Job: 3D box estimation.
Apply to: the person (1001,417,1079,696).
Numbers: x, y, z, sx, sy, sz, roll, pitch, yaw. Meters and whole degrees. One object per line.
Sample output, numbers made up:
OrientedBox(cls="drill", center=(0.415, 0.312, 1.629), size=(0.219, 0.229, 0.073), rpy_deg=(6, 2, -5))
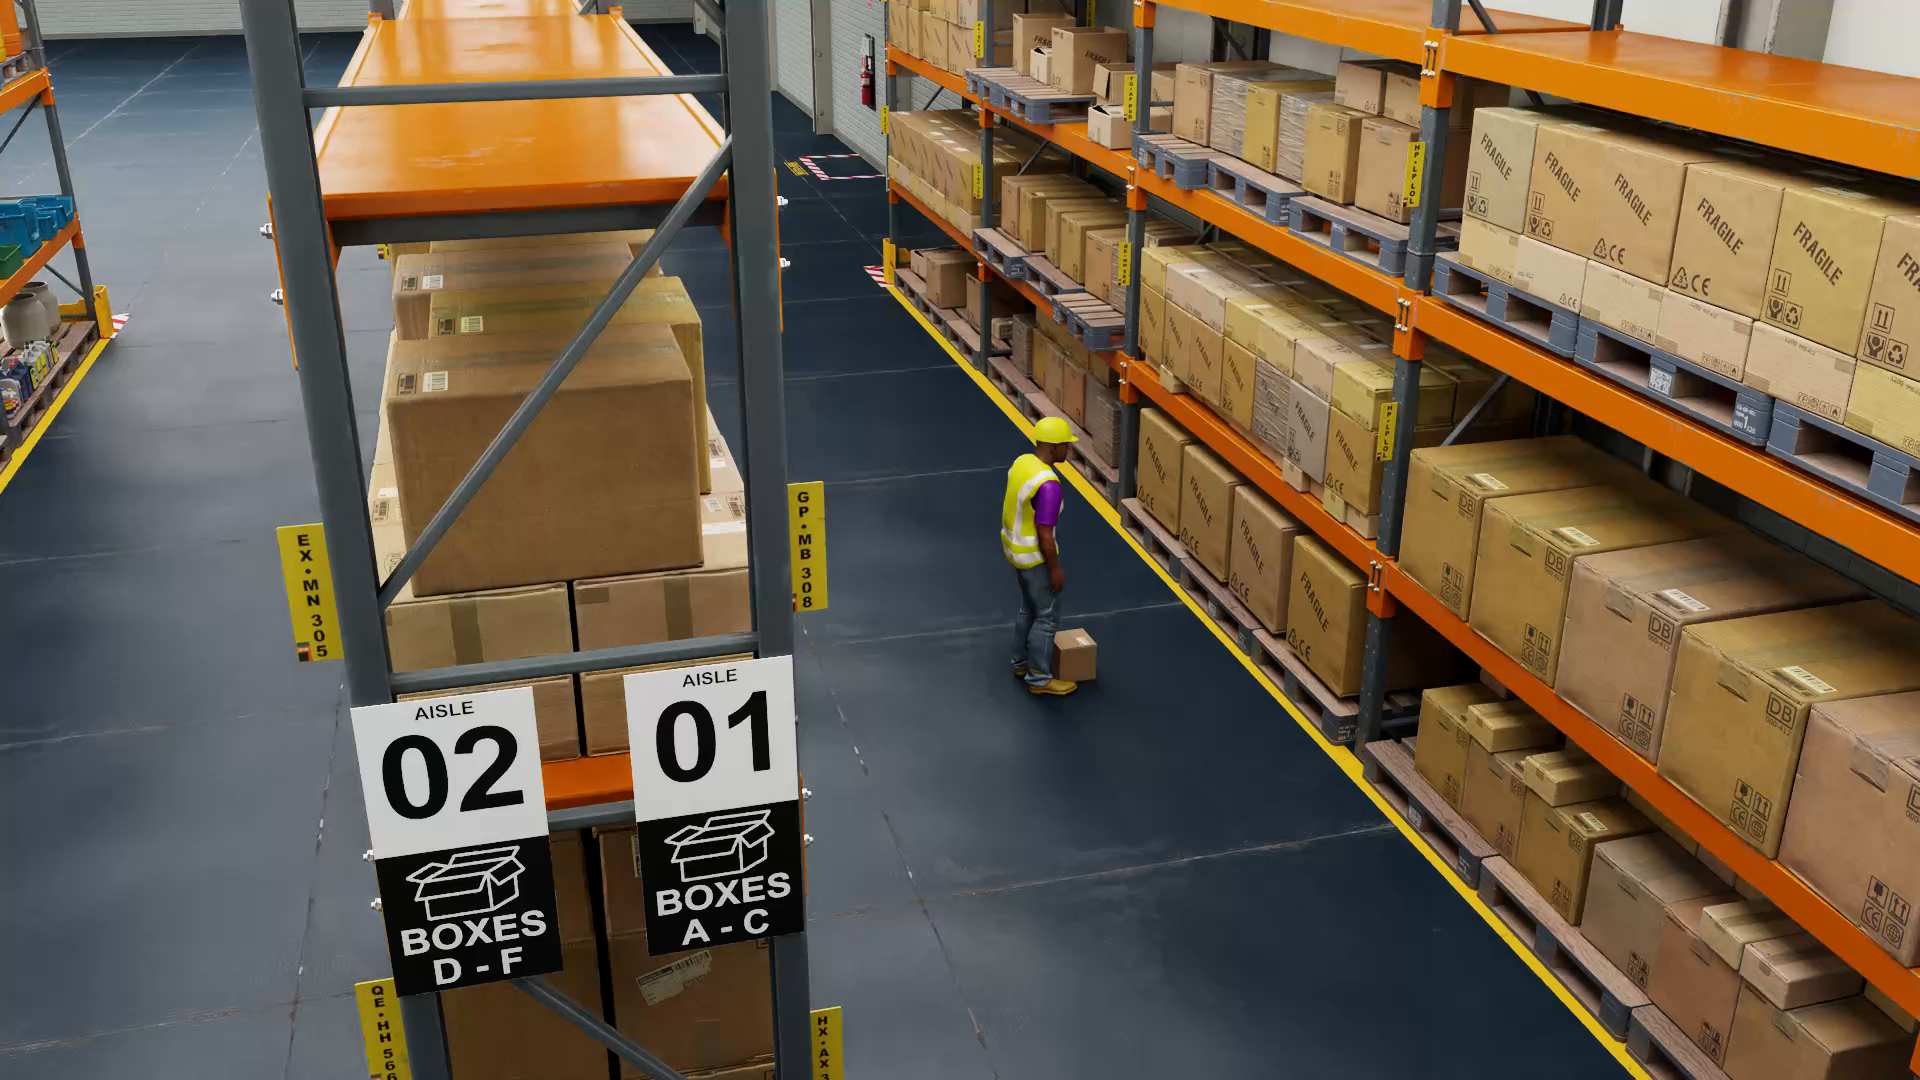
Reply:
OrientedBox(cls="person", center=(0.503, 0.085, 10.370), size=(0.460, 1.760, 0.627), rpy_deg=(-6, 24, -14))
